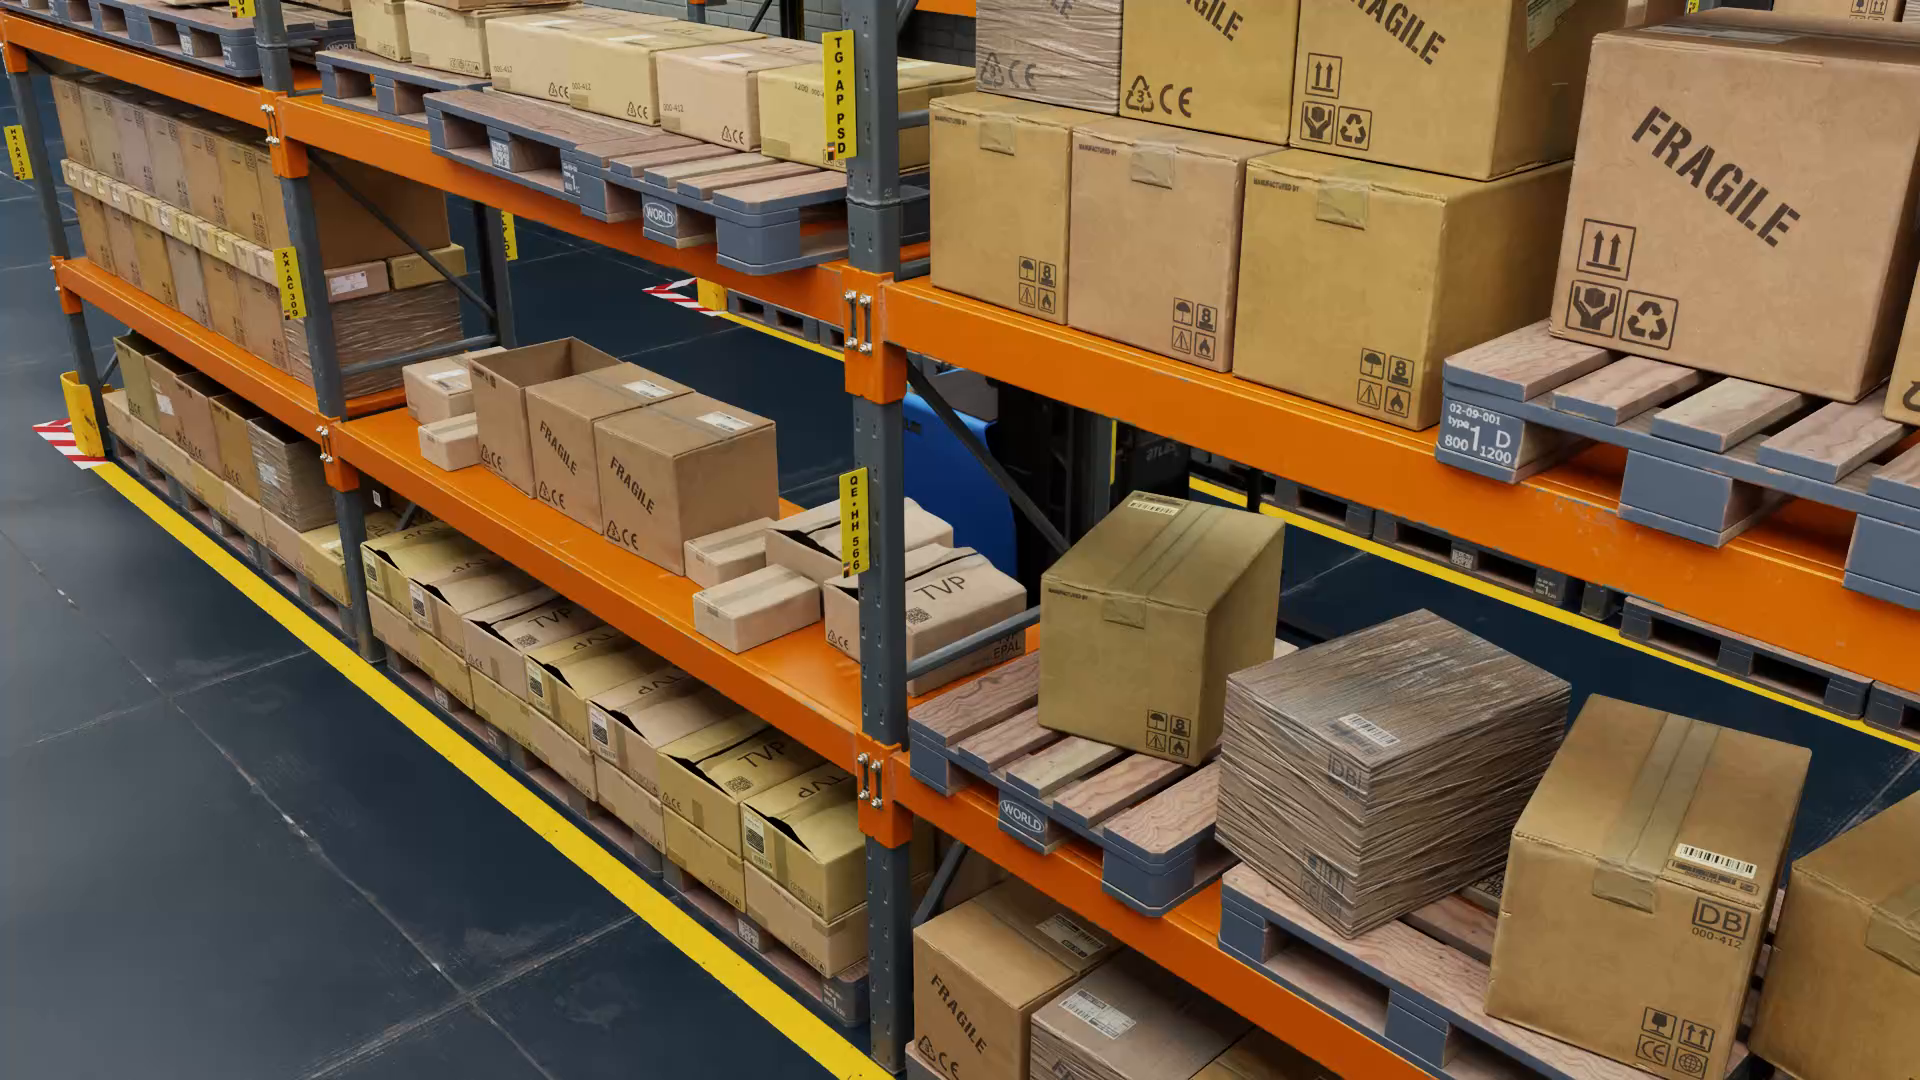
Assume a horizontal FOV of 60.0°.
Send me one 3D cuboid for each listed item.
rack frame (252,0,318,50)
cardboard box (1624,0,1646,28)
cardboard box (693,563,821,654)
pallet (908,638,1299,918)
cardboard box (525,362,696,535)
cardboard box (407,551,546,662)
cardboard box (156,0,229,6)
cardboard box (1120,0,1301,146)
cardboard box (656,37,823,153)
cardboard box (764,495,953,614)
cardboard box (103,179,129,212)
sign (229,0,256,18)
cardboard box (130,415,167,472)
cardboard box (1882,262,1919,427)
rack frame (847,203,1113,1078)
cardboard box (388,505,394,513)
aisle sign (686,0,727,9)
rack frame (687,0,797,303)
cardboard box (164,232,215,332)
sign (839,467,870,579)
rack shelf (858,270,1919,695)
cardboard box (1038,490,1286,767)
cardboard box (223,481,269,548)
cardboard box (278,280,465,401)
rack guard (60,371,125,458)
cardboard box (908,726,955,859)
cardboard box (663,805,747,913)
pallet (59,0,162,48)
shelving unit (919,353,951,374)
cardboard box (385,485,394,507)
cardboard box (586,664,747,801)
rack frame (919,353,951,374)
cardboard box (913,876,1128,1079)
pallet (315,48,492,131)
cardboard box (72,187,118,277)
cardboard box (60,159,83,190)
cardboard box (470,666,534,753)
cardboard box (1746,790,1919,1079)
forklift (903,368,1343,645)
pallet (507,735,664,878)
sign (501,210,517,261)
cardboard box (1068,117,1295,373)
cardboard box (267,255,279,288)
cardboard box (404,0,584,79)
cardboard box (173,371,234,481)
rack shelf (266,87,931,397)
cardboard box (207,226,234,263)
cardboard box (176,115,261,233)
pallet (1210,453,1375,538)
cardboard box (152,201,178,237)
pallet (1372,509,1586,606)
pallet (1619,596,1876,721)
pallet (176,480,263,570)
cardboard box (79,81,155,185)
[{"bbox_3d":[-2.638,-3.621,6.846,1.000,3.000,0.127,-21,32,-38],"label":"rack frame"},{"bbox_3d":[3.020,-2.561,8.219,0.500,0.311,0.500,-21,32,-38],"label":"cardboard box"},{"bbox_3d":[-0.720,0.240,5.912,0.380,0.149,0.250,-21,32,-38],"label":"cardboard box"},{"bbox_3d":[0.611,0.593,5.068,1.213,0.211,1.003,-21,32,-38],"label":"pallet"},{"bbox_3d":[-1.422,-0.389,6.868,0.500,0.500,0.500,-21,32,-38],"label":"cardboard box"},{"bbox_3d":[-2.199,0.262,7.693,0.500,0.311,0.500,-22,32,-39],"label":"cardboard box"},{"bbox_3d":[-3.662,-2.685,8.035,0.380,0.149,0.250,-21,32,-38],"label":"cardboard box"},{"bbox_3d":[0.738,-1.257,3.951,0.500,0.500,0.500,-21,32,-38],"label":"cardboard box"},{"bbox_3d":[-0.626,-1.443,5.359,0.500,0.250,0.500,-20,31,-37],"label":"cardboard box"},{"bbox_3d":[-0.374,0.035,6.167,0.500,0.311,0.500,-22,32,-39],"label":"cardboard box"},{"bbox_3d":[-4.738,-2.032,9.688,0.380,0.149,0.250,-22,32,-39],"label":"cardboard box"},{"bbox_3d":[-3.042,-2.370,6.999,0.100,0.325,0.005,-21,32,-38],"label":"sign"},{"bbox_3d":[-4.823,-0.668,10.407,0.500,0.250,0.500,-21,32,-38],"label":"cardboard box"},{"bbox_3d":[2.066,-0.484,2.837,0.600,0.600,0.600,-22,32,-39],"label":"cardboard box"},{"bbox_3d":[0.096,0.320,5.435,1.000,3.000,0.127,-21,32,-38],"label":"rack frame"},{"bbox_3d":[-3.071,-0.211,9.406,0.500,0.250,0.500,-21,32,-38],"label":"cardboard box"},{"bbox_3d":[-2.026,-4.630,13.152,0.394,0.787,0.004,-21,32,-38],"label":"aisle sign"},{"bbox_3d":[-1.758,-3.510,13.830,1.000,3.000,0.127,-21,32,-38],"label":"rack frame"},{"bbox_3d":[-4.002,-1.536,9.382,0.700,0.500,0.500,-20,31,-37],"label":"cardboard box"},{"bbox_3d":[-0.307,-0.048,4.847,0.100,0.325,0.005,-21,32,-38],"label":"sign"},{"bbox_3d":[1.463,-0.111,3.633,1.077,0.370,4.000,-21,32,-38],"label":"rack shelf"},{"bbox_3d":[0.609,0.242,4.978,0.500,0.500,0.700,12,27,25],"label":"cardboard box"},{"bbox_3d":[-3.801,-0.212,9.408,0.500,0.250,0.500,-21,32,-38],"label":"cardboard box"},{"bbox_3d":[-2.946,-1.070,8.361,0.700,0.500,0.500,-22,33,-40],"label":"cardboard box"},{"bbox_3d":[-5.388,-0.974,11.282,1.175,0.500,0.348,-21,32,-38],"label":"rack guard"},{"bbox_3d":[-0.047,0.883,6.332,0.500,0.311,0.500,-20,31,-37],"label":"cardboard box"},{"bbox_3d":[-0.796,1.135,6.456,0.500,0.250,0.500,-22,32,-39],"label":"cardboard box"},{"bbox_3d":[-4.069,-2.837,8.847,1.003,0.211,1.213,-21,32,-38],"label":"pallet"},{"bbox_3d":[-0.079,-0.583,9.583,0.258,1.200,0.189,-21,32,-38],"label":"shelving unit"},{"bbox_3d":[-3.074,-0.552,9.249,0.500,0.500,0.500,-21,32,-38],"label":"cardboard box"},{"bbox_3d":[-1.145,0.727,6.674,0.500,0.311,0.500,-21,32,-39],"label":"cardboard box"},{"bbox_3d":[-0.141,-0.611,9.645,0.240,1.200,0.006,-21,32,-38],"label":"rack frame"},{"bbox_3d":[0.199,1.476,5.382,0.500,0.500,0.500,-20,31,-36],"label":"cardboard box"},{"bbox_3d":[-2.025,-1.906,6.930,1.217,0.209,0.805,22,33,40],"label":"pallet"},{"bbox_3d":[-5.062,-2.004,10.409,0.700,0.500,0.500,-21,32,-38],"label":"cardboard box"},{"bbox_3d":[-5.261,-2.264,10.198,0.380,0.149,0.250,-22,32,-39],"label":"cardboard box"},{"bbox_3d":[-1.838,0.672,7.470,0.500,0.250,0.500,-22,33,-40],"label":"cardboard box"},{"bbox_3d":[2.153,0.898,3.541,0.700,0.500,0.500,-16,29,-31],"label":"cardboard box"},{"bbox_3d":[0.966,-0.860,8.103,1.130,2.935,3.031,-21,32,-38],"label":"forklift"},{"bbox_3d":[-1.268,0.959,7.394,1.003,0.211,1.213,-21,32,-38],"label":"pallet"},{"bbox_3d":[-2.248,-1.540,8.211,0.100,0.325,0.005,-21,32,-38],"label":"sign"},{"bbox_3d":[0.768,-0.813,4.184,0.910,0.500,0.500,-21,32,-38],"label":"cardboard box"},{"bbox_3d":[-3.148,-1.330,8.148,0.380,0.149,0.250,-22,33,-39],"label":"cardboard box"},{"bbox_3d":[-1.846,-2.024,6.634,0.500,0.250,0.500,20,31,37],"label":"cardboard box"},{"bbox_3d":[-4.144,-0.704,9.583,0.500,0.500,0.500,-21,32,-38],"label":"cardboard box"},{"bbox_3d":[-1.271,-1.323,6.289,1.077,0.370,4.000,-21,32,-38],"label":"rack shelf"},{"bbox_3d":[-3.674,-1.563,8.660,0.380,0.149,0.250,-21,32,-39],"label":"cardboard box"},{"bbox_3d":[-3.634,-1.965,8.760,0.700,0.500,0.500,-21,32,-38],"label":"cardboard box"},{"bbox_3d":[2.347,-0.424,10.426,1.003,0.211,1.213,-21,32,-38],"label":"pallet"},{"bbox_3d":[-4.211,-1.798,9.176,0.380,0.149,0.250,-21,32,-38],"label":"cardboard box"},{"bbox_3d":[3.177,-0.055,9.616,1.003,0.211,1.213,-21,32,-38],"label":"pallet"},{"bbox_3d":[4.193,0.442,8.526,1.003,0.211,1.213,-21,32,-38],"label":"pallet"},{"bbox_3d":[-3.989,-0.246,10.034,1.003,0.211,1.213,-21,32,-38],"label":"pallet"},{"bbox_3d":[-4.662,-2.421,9.758,0.700,0.500,0.500,-22,33,-40],"label":"cardboard box"}]
